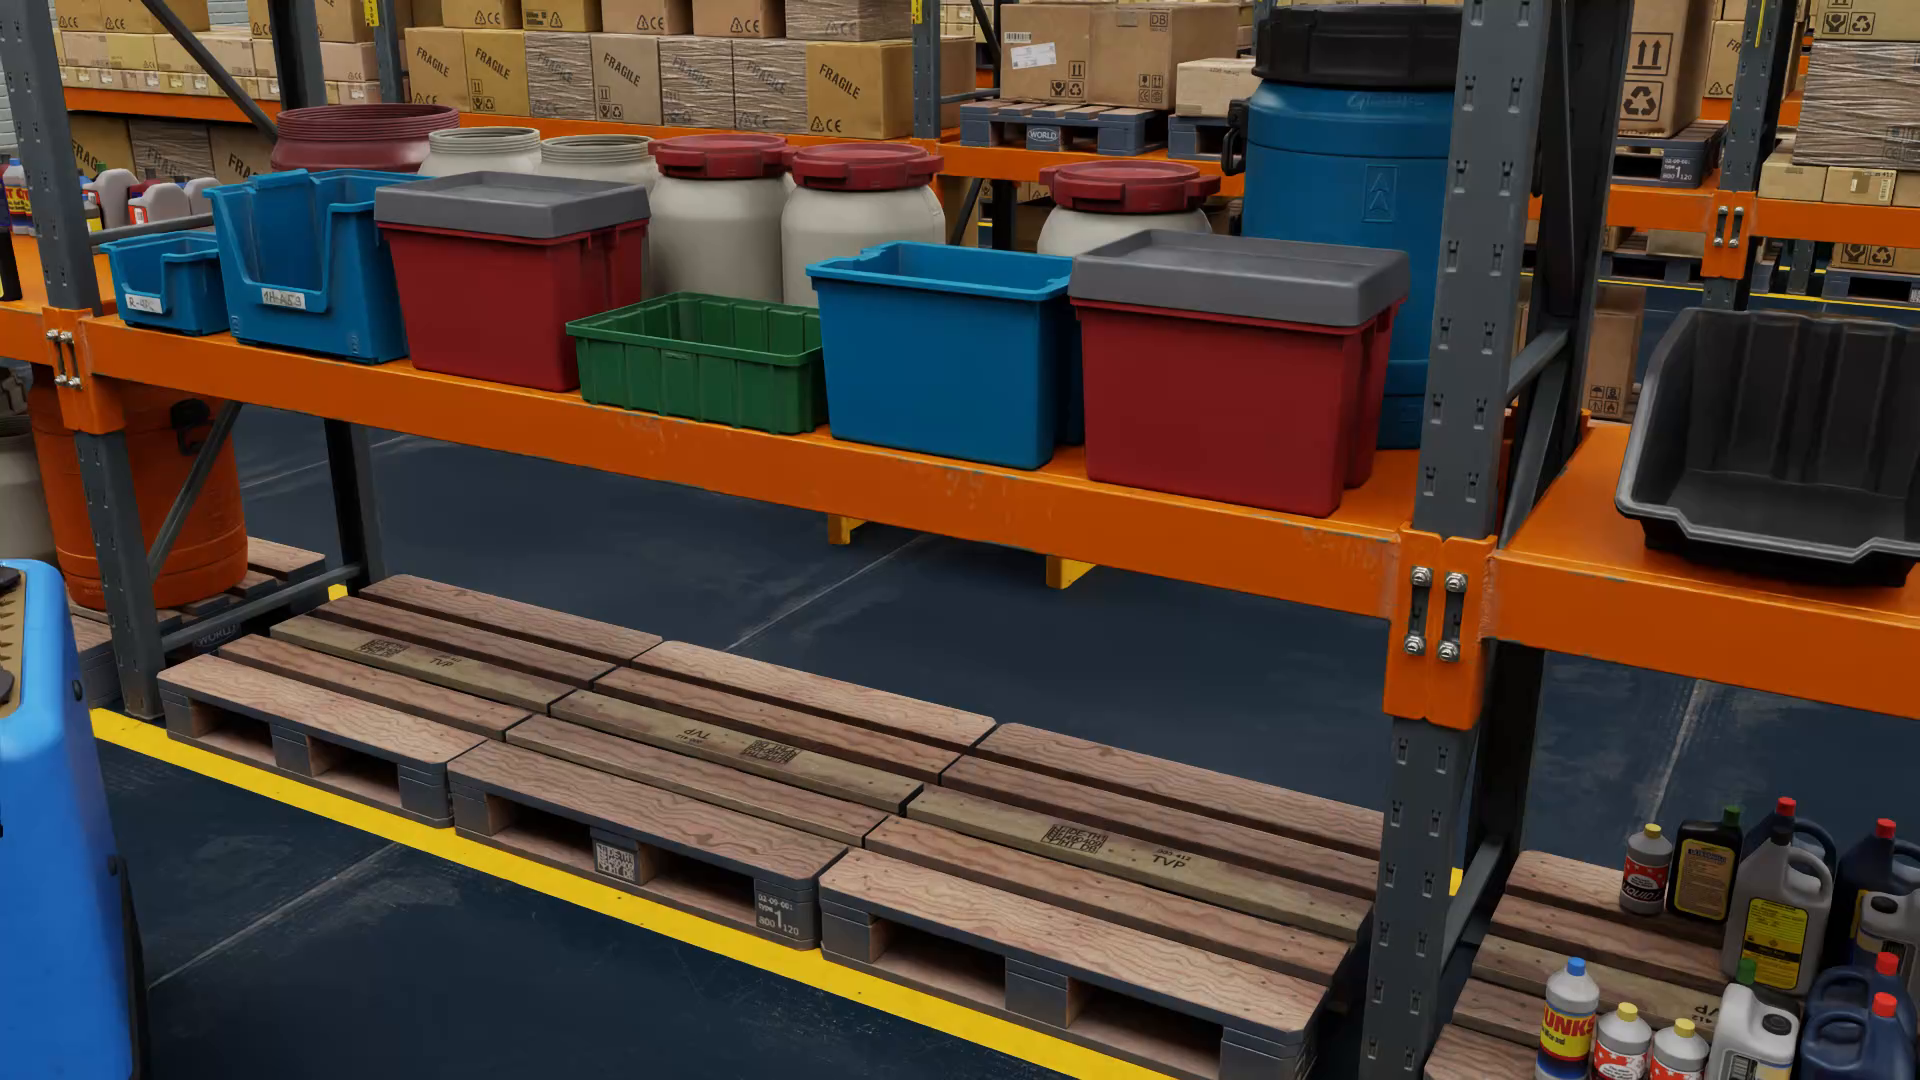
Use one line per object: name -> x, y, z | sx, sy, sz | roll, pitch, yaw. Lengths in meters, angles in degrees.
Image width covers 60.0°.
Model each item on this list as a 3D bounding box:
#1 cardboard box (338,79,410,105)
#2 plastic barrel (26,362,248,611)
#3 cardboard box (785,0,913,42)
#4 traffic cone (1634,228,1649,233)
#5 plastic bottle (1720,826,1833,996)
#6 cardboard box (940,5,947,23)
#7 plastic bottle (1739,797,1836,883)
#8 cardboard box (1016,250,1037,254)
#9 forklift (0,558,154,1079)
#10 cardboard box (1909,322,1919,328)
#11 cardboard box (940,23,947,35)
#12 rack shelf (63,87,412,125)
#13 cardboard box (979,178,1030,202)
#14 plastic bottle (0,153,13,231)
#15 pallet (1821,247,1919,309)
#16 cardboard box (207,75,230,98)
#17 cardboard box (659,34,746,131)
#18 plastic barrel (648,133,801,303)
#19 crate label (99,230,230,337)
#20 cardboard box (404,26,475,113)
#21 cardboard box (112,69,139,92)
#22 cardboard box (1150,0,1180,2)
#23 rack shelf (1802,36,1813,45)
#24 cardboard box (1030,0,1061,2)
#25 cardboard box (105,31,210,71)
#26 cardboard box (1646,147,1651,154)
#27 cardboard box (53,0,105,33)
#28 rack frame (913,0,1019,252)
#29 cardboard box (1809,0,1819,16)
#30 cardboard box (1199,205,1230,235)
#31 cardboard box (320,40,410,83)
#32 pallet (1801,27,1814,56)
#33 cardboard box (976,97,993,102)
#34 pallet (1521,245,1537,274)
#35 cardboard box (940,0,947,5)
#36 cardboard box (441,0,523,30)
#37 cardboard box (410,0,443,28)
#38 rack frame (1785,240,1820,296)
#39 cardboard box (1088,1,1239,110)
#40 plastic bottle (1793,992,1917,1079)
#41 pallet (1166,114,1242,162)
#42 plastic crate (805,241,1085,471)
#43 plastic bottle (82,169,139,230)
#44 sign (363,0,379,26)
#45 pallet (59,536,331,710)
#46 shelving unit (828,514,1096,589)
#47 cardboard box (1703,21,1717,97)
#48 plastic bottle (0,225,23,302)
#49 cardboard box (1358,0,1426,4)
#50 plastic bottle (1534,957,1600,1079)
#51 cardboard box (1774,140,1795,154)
cardboard box -> -3.874, -2.962, 11.002 | 0.250, 0.149, 0.380 | 11, 23, 28
plastic barrel -> -2.807, -0.241, 5.698 | 0.708, 0.830, 0.600 | 11, 23, 27
cardboard box -> -0.586, -3.107, 9.414 | 0.637, 0.503, 0.797 | 12, 23, 29
traffic cone -> 5.609, -2.737, 13.731 | 0.334, 0.463, 0.336 | 11, 23, 27
plastic bottle -> 1.753, 0.780, 3.555 | 0.185, 0.351, 0.144 | 11, 23, 27
cardboard box -> -0.141, -4.476, 14.121 | 0.250, 0.149, 0.380 | 10, 22, 25
plastic bottle -> 1.824, 0.737, 3.673 | 0.185, 0.351, 0.144 | 10, 22, 26
cardboard box -> 0.639, -1.388, 9.314 | 0.500, 0.500, 0.700 | 10, 22, 24
forklift -> -3.105, 0.030, 2.485 | 3.031, 2.935, 1.130 | -10, 22, -25
cardboard box -> 4.370, -0.648, 7.302 | 0.500, 0.500, 0.500 | -17, 26, -39
cardboard box -> -0.141, -4.335, 14.169 | 0.250, 0.149, 0.380 | 11, 23, 28
rack shelf -> -5.194, -3.122, 12.127 | 4.000, 0.370, 1.077 | 11, 23, 27
cardboard box -> 0.502, -3.237, 14.440 | 0.500, 0.500, 0.500 | 11, 23, 28
plastic bottle -> -3.578, -1.307, 6.240 | 0.133, 0.283, 0.061 | 11, 23, 27
pallet -> 6.669, -1.796, 11.507 | 1.213, 0.211, 1.003 | 11, 23, 27
cardboard box -> -4.996, -3.176, 11.590 | 0.250, 0.149, 0.380 | 10, 22, 26
cardboard box -> -1.395, -2.688, 9.729 | 0.500, 0.500, 0.500 | 10, 22, 26
plastic barrel -> -0.626, -0.805, 4.485 | 0.433, 0.535, 0.433 | 0, 20, 0
crate label -> -2.186, -0.727, 4.717 | 0.416, 0.233, 0.303 | 11, 23, 27
cardboard box -> -3.168, -3.023, 10.655 | 0.500, 0.500, 0.500 | 11, 23, 27
cardboard box -> -5.893, -3.347, 12.061 | 0.250, 0.149, 0.380 | 10, 22, 26
cardboard box -> 1.682, -4.268, 13.114 | 0.250, 0.149, 0.380 | 10, 22, 27
rack shelf -> 9.041, -6.220, 20.668 | 4.000, 0.370, 1.077 | 11, 23, 27
cardboard box -> 0.772, -4.442, 13.591 | 0.250, 0.149, 0.380 | 12, 23, 30
cardboard box -> -5.759, -3.533, 11.989 | 0.500, 0.250, 0.500 | 10, 22, 26
cardboard box -> 6.673, -4.029, 16.812 | 0.625, 0.372, 0.950 | 12, 23, 29
cardboard box -> -6.216, -3.971, 12.098 | 0.500, 0.500, 0.500 | 10, 22, 26
rack frame -> 0.044, -2.462, 9.254 | 0.127, 3.000, 1.000 | 11, 23, 27
cardboard box -> 7.854, -5.140, 15.437 | 0.500, 0.500, 0.500 | 10, 22, 26
cardboard box -> 1.112, -1.659, 8.960 | 0.500, 0.250, 0.500 | 14, 24, 33
cardboard box -> -3.961, -3.192, 11.050 | 0.500, 0.250, 0.500 | 10, 22, 26
pallet -> 7.773, -4.827, 16.056 | 1.213, 0.211, 1.003 | 11, 23, 27
cardboard box -> 0.275, -3.824, 14.958 | 0.500, 0.250, 0.500 | 12, 23, 30
pallet -> 4.264, -2.254, 12.770 | 1.213, 0.211, 1.003 | 11, 23, 27
cardboard box -> -0.135, -4.614, 14.065 | 0.250, 0.149, 0.380 | 10, 22, 27
cardboard box -> -2.886, -3.542, 10.614 | 0.637, 0.503, 0.797 | 10, 22, 26
cardboard box -> -3.741, -3.705, 11.364 | 0.500, 0.500, 0.500 | 11, 23, 27
rack frame -> 6.043, -3.257, 11.444 | 0.127, 3.000, 1.000 | 11, 23, 27
cardboard box -> 1.071, -2.566, 8.777 | 0.500, 0.500, 0.700 | 15, 25, 35
plastic bottle -> 1.623, 0.974, 3.021 | 0.185, 0.351, 0.144 | 11, 23, 29
pallet -> 1.792, -2.055, 8.413 | 1.213, 0.211, 1.003 | 11, 23, 27
plastic crate -> 0.006, -0.406, 3.608 | 0.575, 0.384, 0.392 | 11, 23, 27
plastic bottle -> -2.995, -1.175, 5.886 | 0.135, 0.276, 0.152 | 11, 23, 27
sign -> -3.717, -3.406, 10.471 | 0.005, 0.325, 0.100 | 11, 23, 27
pallet -> -3.080, 0.204, 5.992 | 1.213, 0.211, 1.003 | 11, 23, 27
shelving unit -> 0.067, -0.692, 6.574 | 1.083, 1.500, 0.587 | 11, 23, 27
cardboard box -> 5.016, -3.395, 11.679 | 0.500, 0.500, 0.500 | 11, 22, 27
plastic bottle -> -2.933, -0.873, 5.044 | 0.133, 0.283, 0.061 | 11, 23, 27
cardboard box -> 3.381, -4.278, 12.646 | 0.500, 0.500, 0.700 | 10, 22, 27
plastic bottle -> 1.185, 0.937, 3.240 | 0.097, 0.271, 0.097 | 0, 20, 0
cardboard box -> 3.867, -1.731, 7.606 | 0.250, 0.149, 0.380 | 11, 23, 27
